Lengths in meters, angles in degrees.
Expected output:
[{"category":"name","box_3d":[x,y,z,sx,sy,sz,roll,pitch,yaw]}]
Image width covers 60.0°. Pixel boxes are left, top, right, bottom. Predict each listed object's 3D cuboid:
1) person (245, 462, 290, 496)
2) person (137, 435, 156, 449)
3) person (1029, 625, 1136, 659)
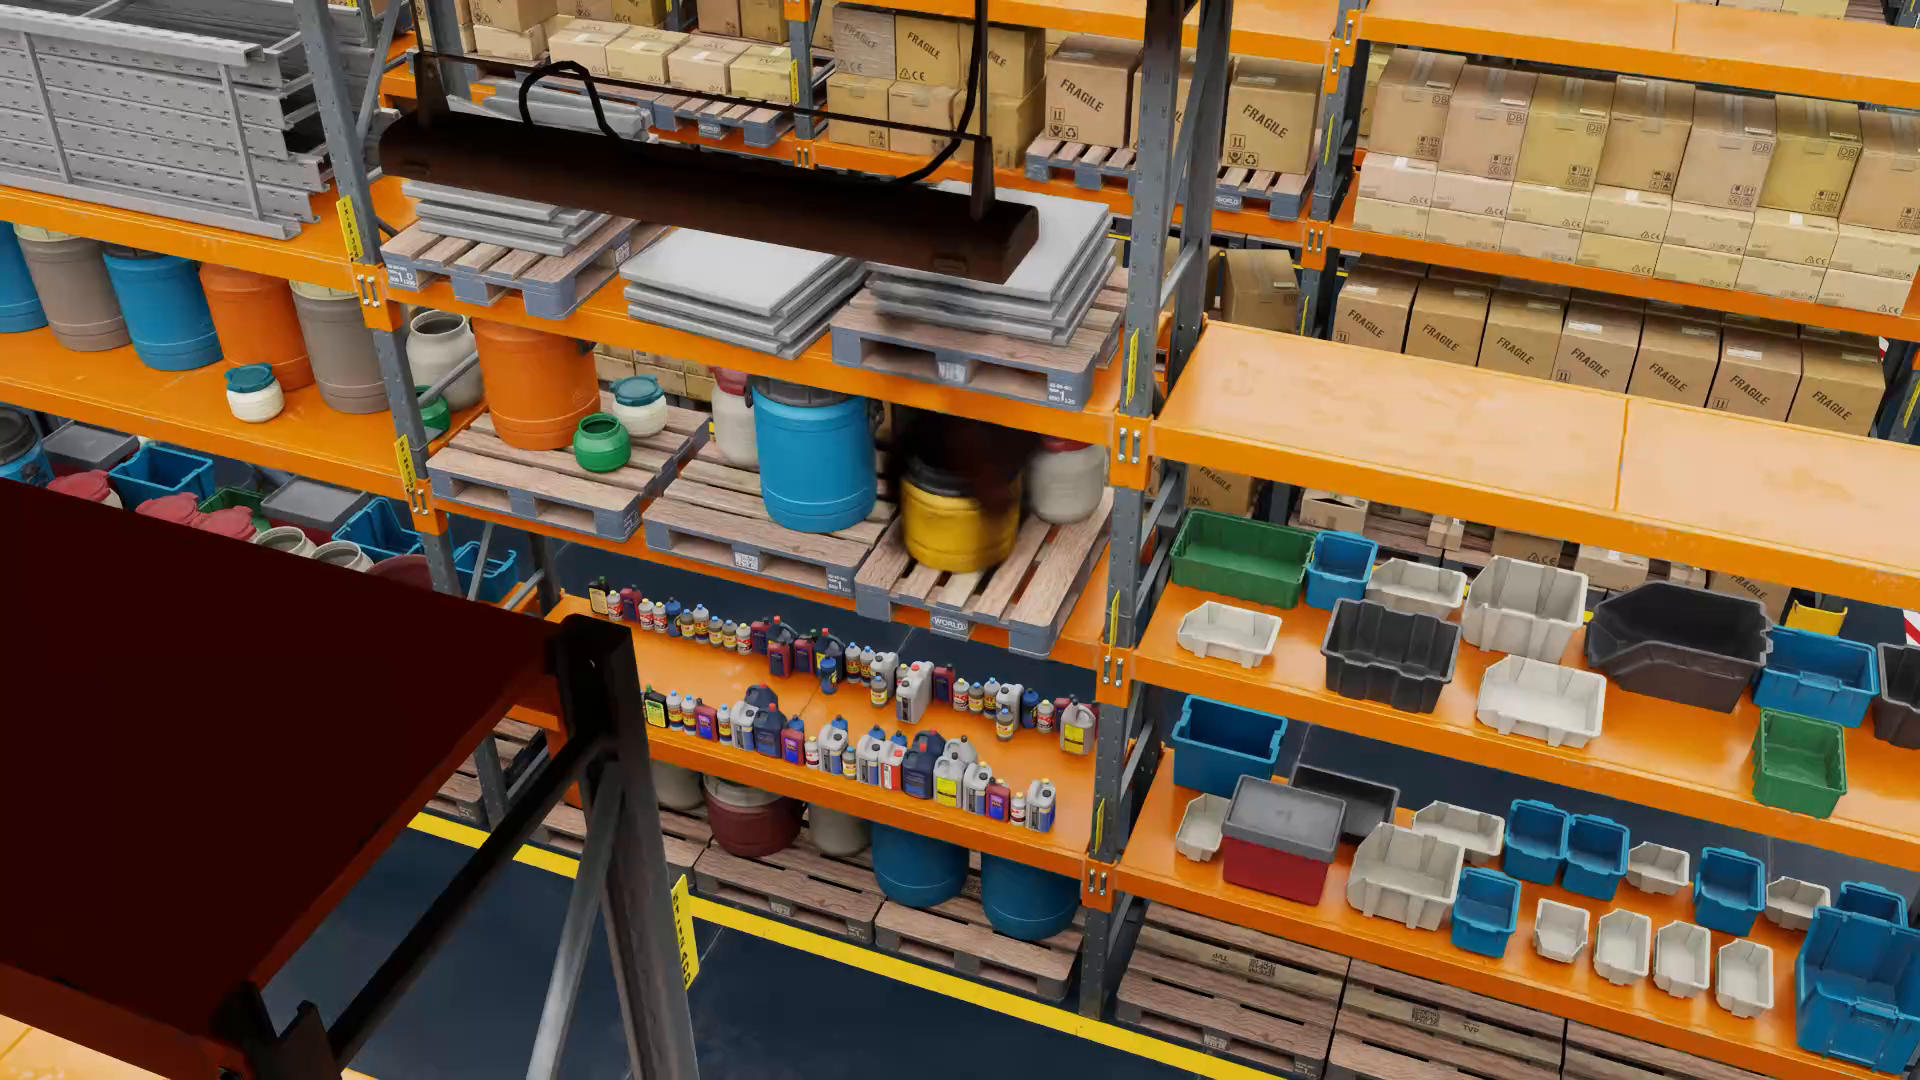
[{"category":"person","box_3d":[-5.768,-1.026,13.308,0.728,1.801,0.670,6,37,8]},{"category":"person","box_3d":[-6.415,-0.804,13.025,0.813,1.746,0.663,15,39,19]},{"category":"person","box_3d":[0.868,0.100,11.774,0.841,1.815,0.635,7,37,10]}]
